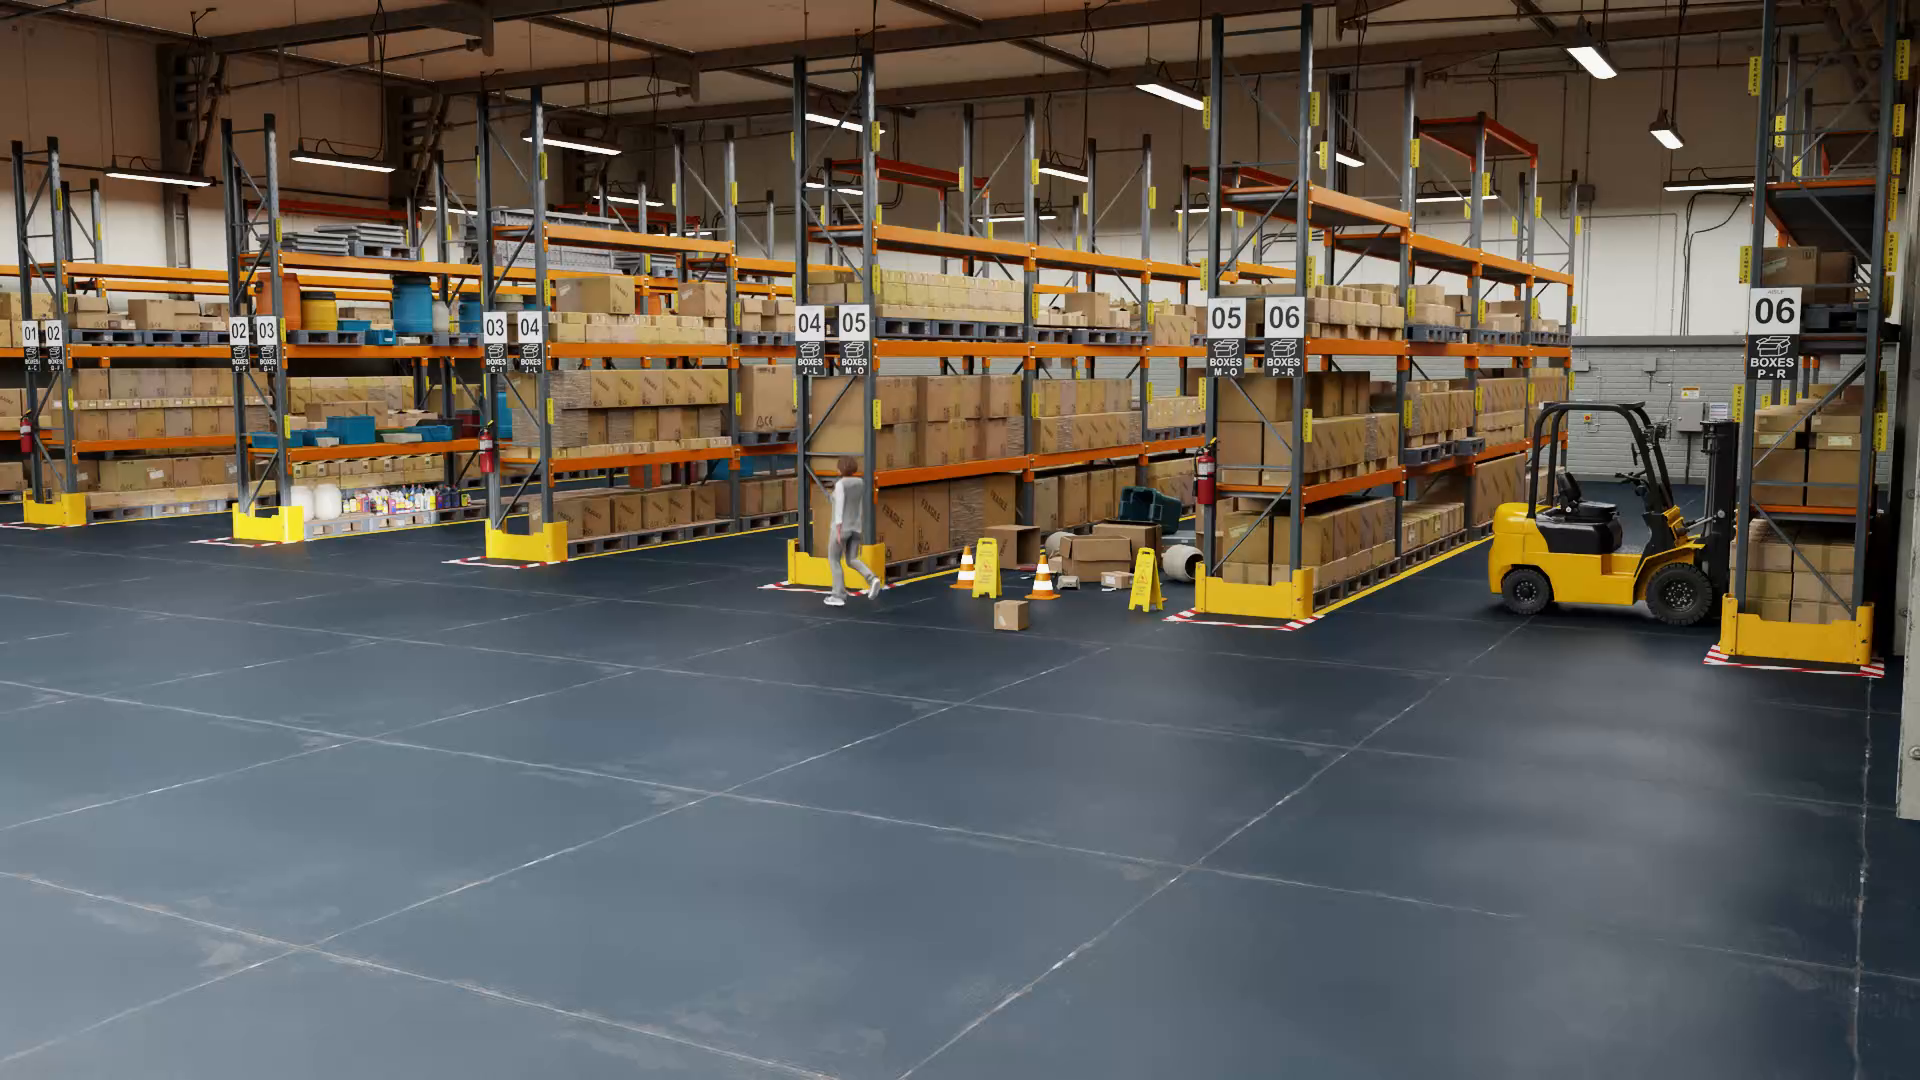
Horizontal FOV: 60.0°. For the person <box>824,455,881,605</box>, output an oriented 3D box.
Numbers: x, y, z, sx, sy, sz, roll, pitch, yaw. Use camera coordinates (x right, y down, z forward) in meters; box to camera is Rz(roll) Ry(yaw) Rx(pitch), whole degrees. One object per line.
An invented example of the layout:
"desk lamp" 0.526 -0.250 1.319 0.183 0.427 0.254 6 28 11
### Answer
"person" -1.138 -0.094 17.254 0.683 1.577 0.415 5 8 41
